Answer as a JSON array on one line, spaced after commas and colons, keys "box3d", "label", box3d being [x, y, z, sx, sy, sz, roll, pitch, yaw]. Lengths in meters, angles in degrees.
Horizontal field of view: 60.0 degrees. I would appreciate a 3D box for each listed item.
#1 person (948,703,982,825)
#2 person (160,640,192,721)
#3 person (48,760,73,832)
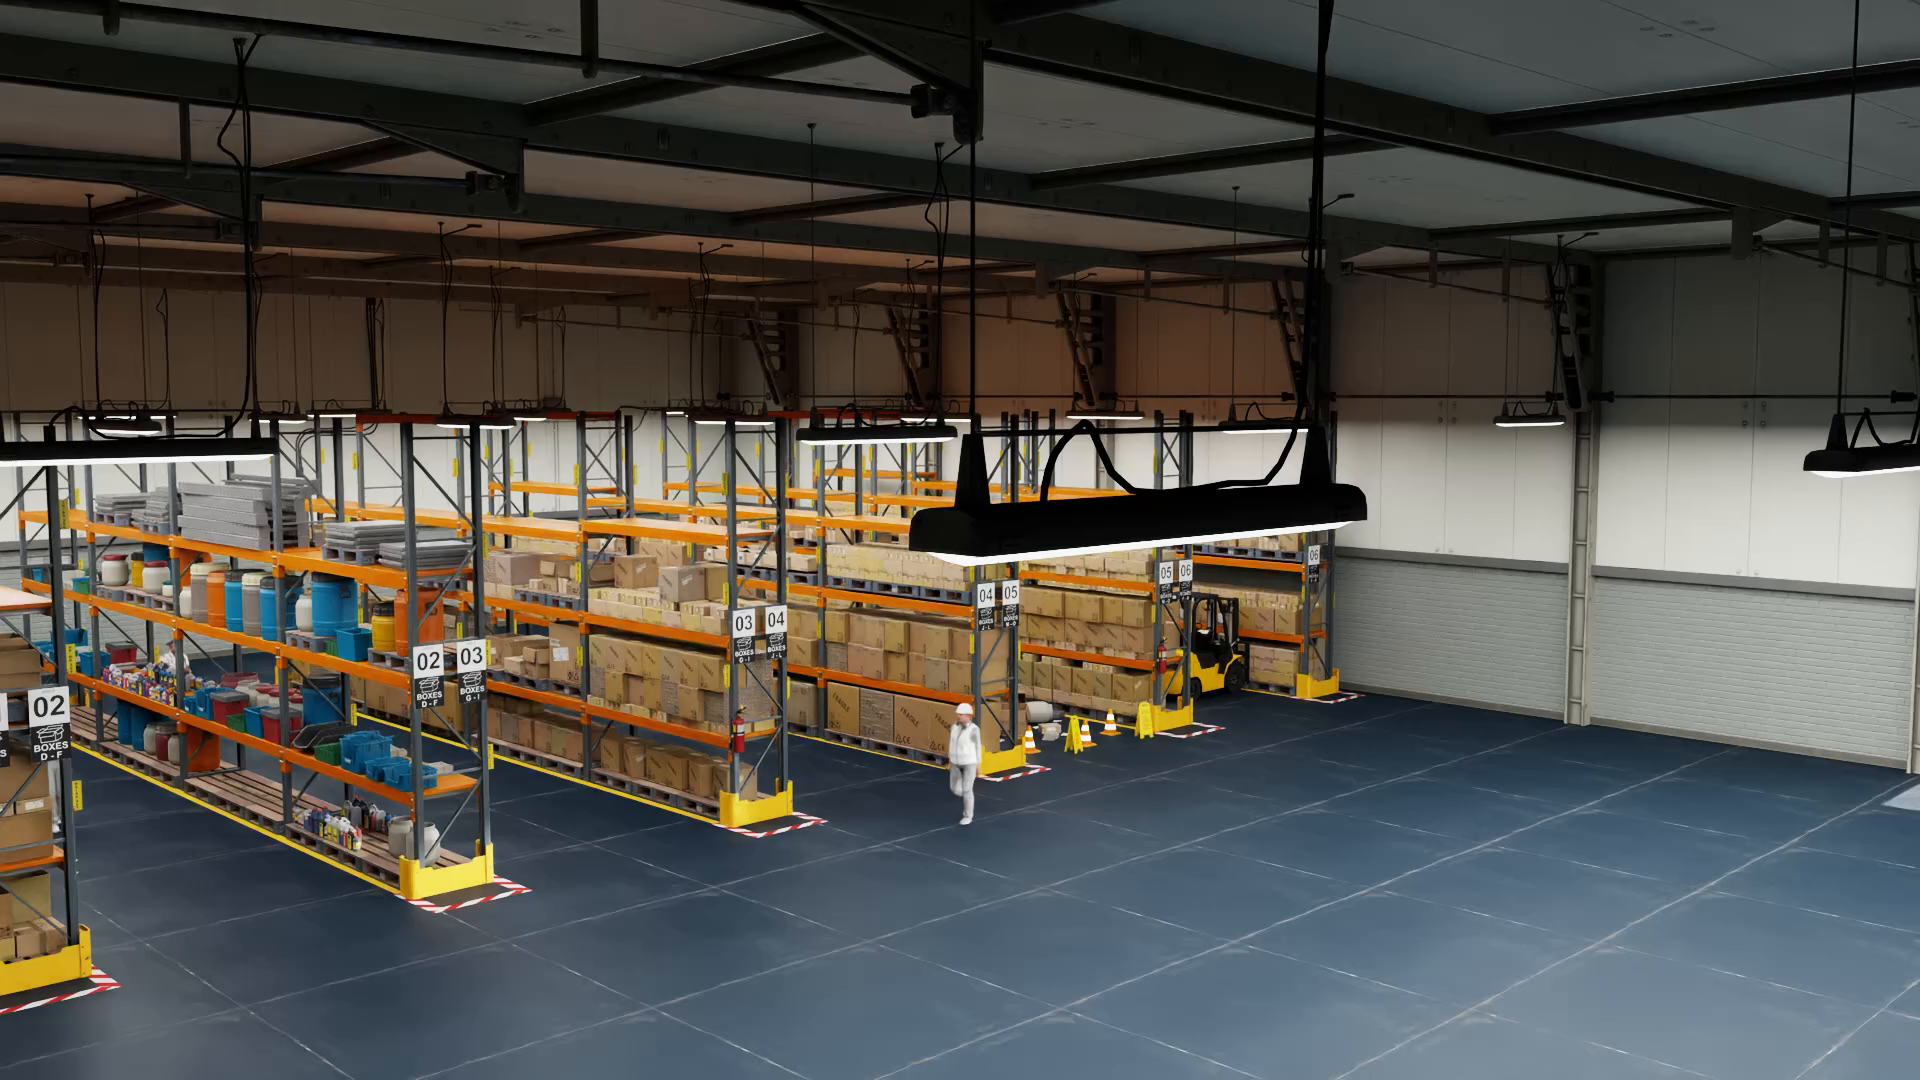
[{"box3d": [0.096, 3.295, 24.736, 0.534, 1.766, 0.677, 4, 6, 37], "label": "person"}, {"box3d": [-14.857, 2.715, 31.507, 1.088, 1.705, 0.638, 4, 6, 36], "label": "person"}, {"box3d": [-13.269, 3.394, 24.397, 0.676, 1.692, 0.464, 4, 6, 38], "label": "person"}]
